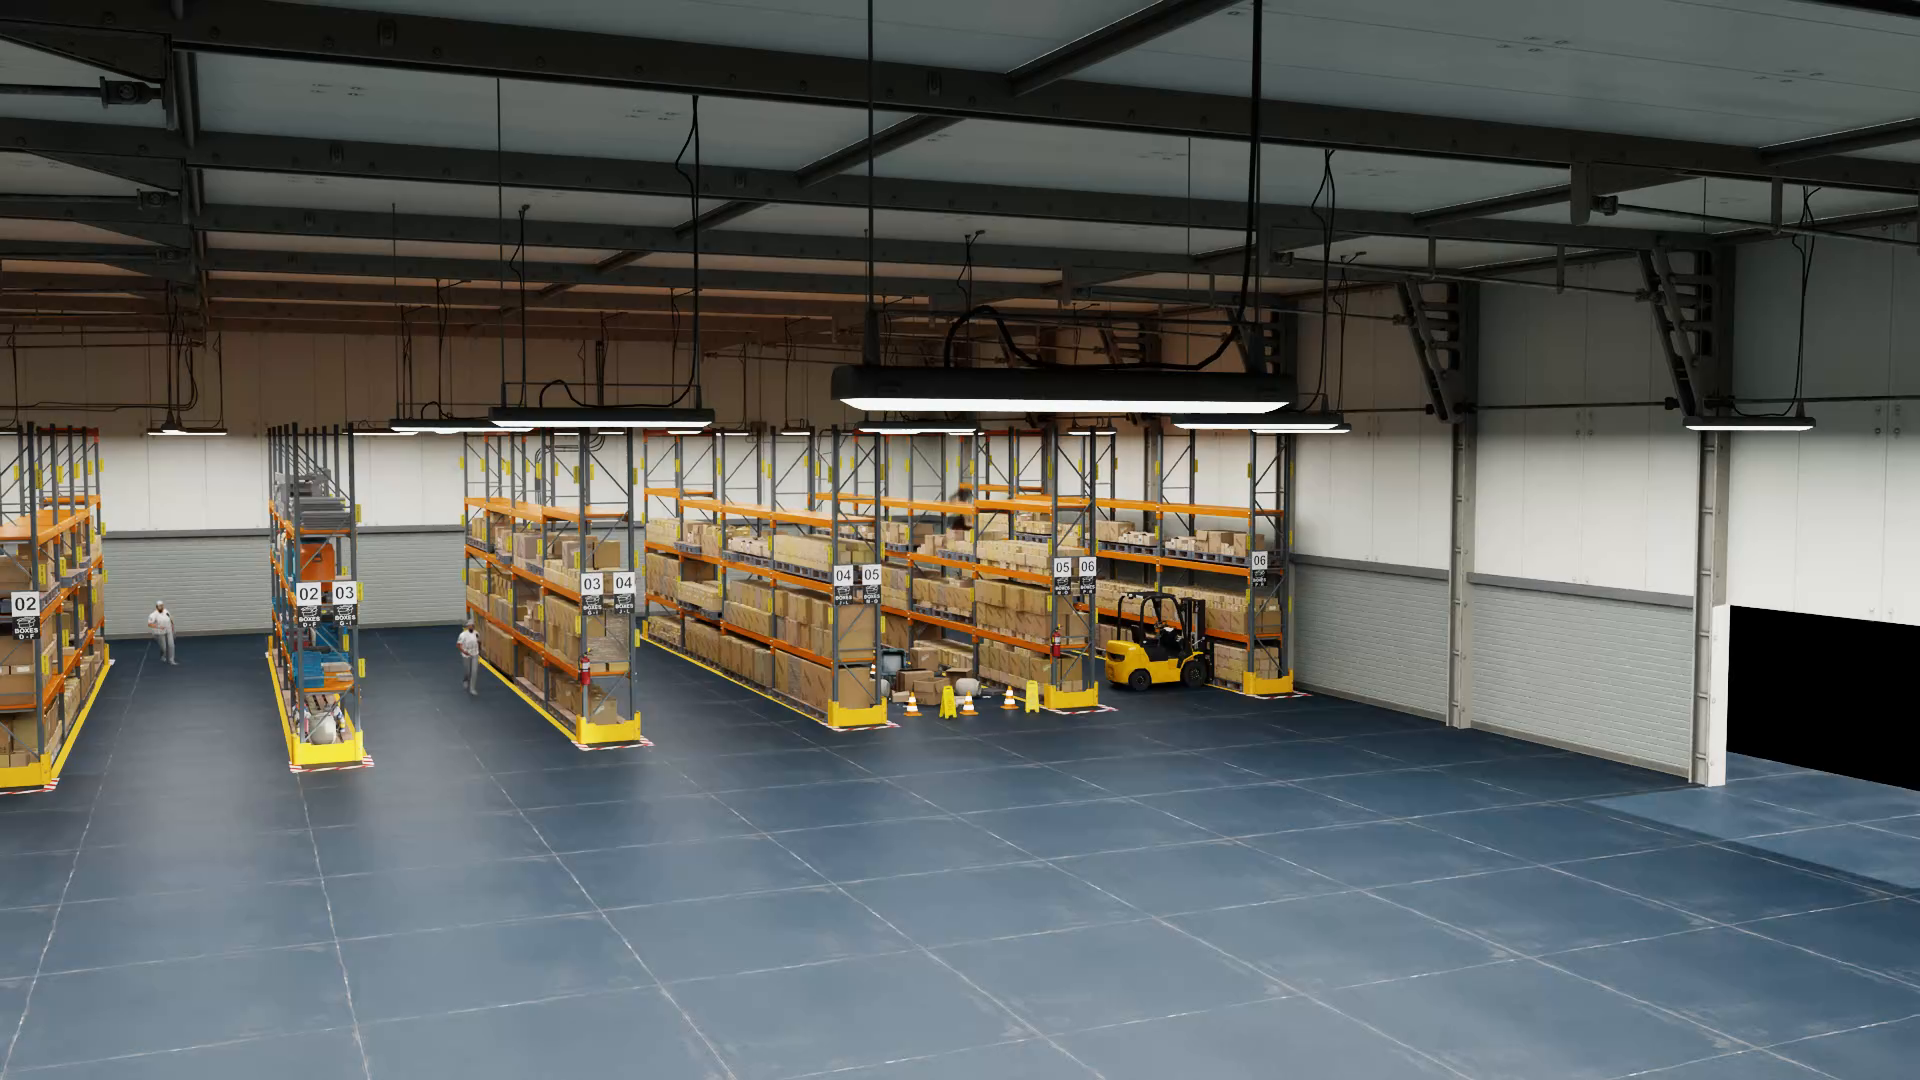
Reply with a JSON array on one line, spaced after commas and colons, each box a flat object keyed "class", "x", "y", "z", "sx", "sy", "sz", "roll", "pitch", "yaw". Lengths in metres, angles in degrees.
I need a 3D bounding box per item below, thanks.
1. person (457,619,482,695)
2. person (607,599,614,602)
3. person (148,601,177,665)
[{"class": "person", "x": -11.021, "y": 2.609, "z": 37.405, "sx": 0.584, "sy": 1.689, "sz": 0.774, "roll": -2, "pitch": 4, "yaw": -30}, {"class": "person", "x": -9.957, "y": 1.945, "z": 47.818, "sx": 0.717, "sy": 1.813, "sz": 0.763, "roll": 2, "pitch": 4, "yaw": 35}, {"class": "person", "x": -20.224, "y": 2.362, "z": 42.113, "sx": 0.735, "sy": 1.641, "sz": 0.648, "roll": 3, "pitch": 5, "yaw": 40}]
